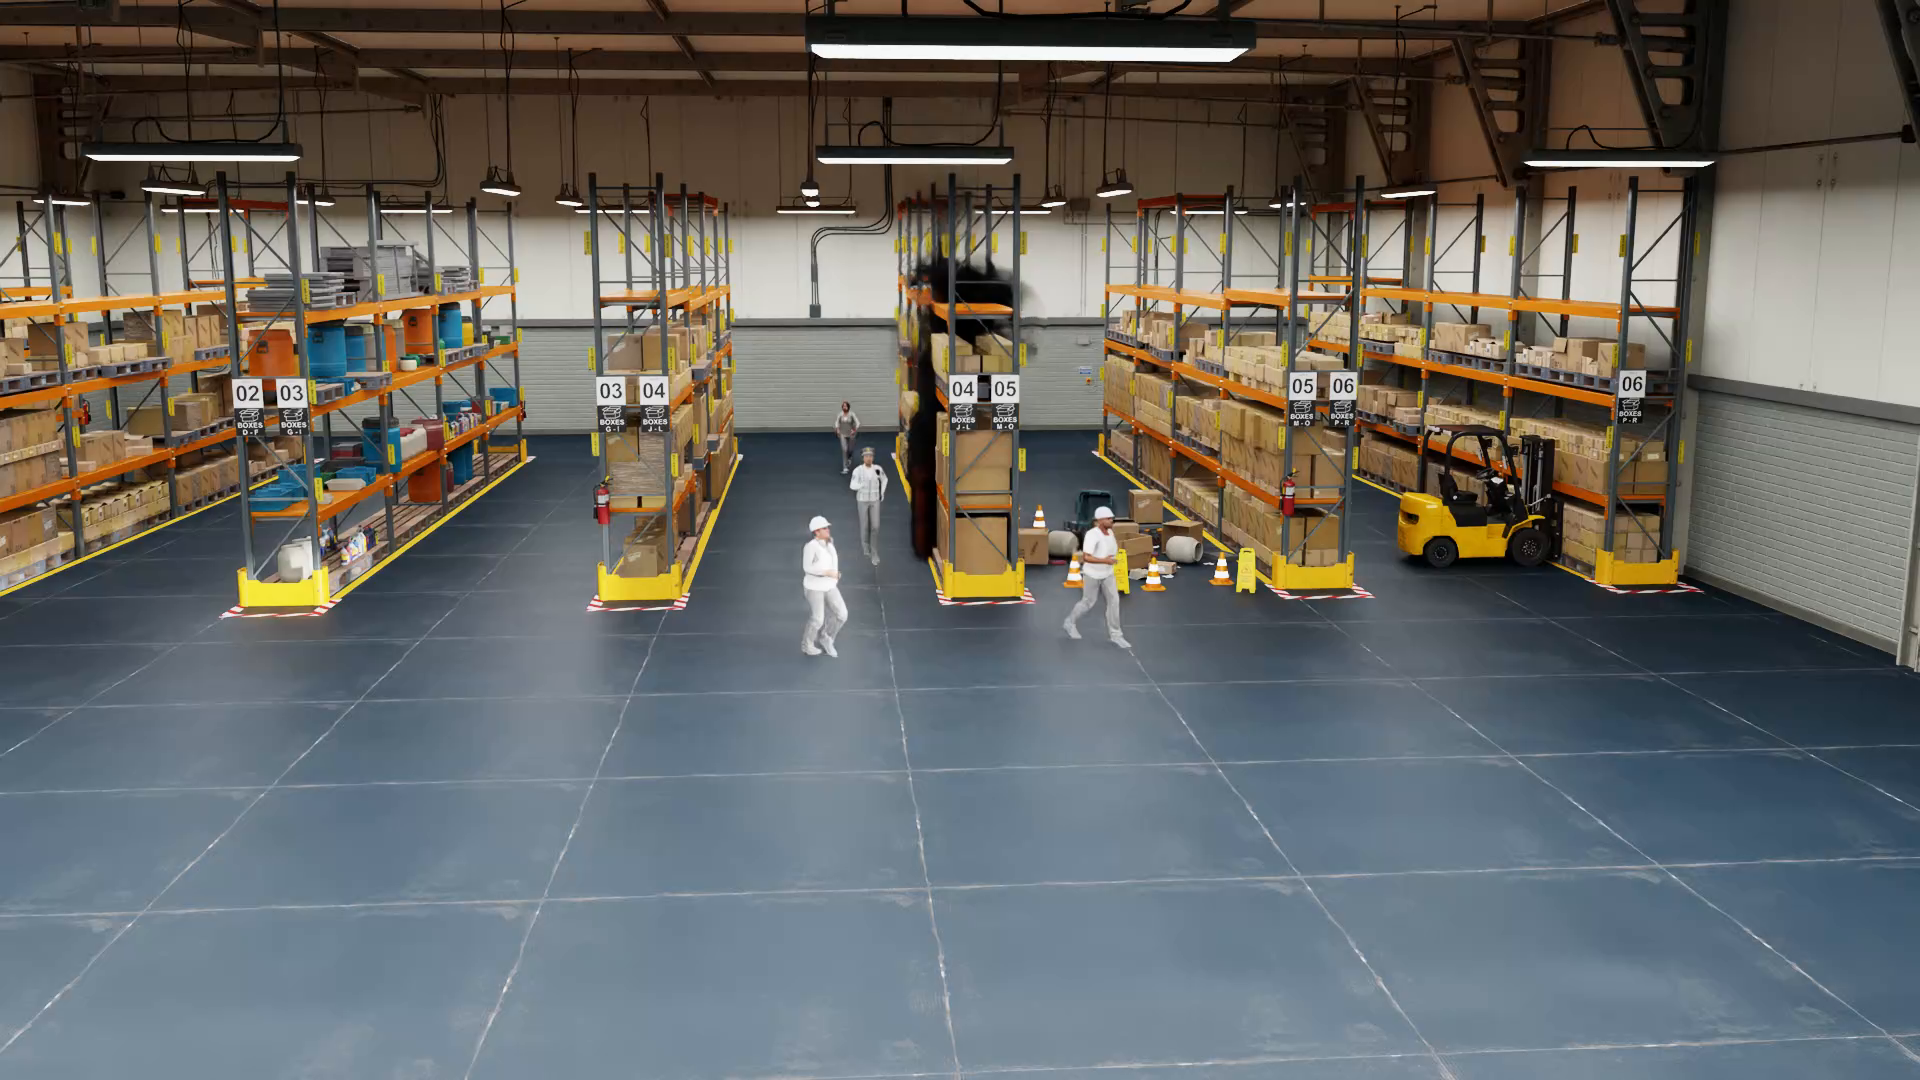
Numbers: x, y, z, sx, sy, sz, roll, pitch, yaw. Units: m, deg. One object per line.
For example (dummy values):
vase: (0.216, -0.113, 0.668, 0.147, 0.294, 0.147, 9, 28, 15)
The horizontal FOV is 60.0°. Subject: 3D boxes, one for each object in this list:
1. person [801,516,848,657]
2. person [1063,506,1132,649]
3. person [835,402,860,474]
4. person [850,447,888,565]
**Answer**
person: (-1.685, 0.594, 20.317, 0.700, 1.781, 0.612, 7, 12, 34)
person: (1.726, 0.450, 20.995, 0.948, 1.781, 0.653, 9, 14, 42)
person: (-2.516, -2.312, 37.229, 0.552, 1.596, 0.735, 0, 10, 2)
person: (-1.369, -0.524, 25.264, 0.592, 1.783, 0.666, -1, 10, -7)
